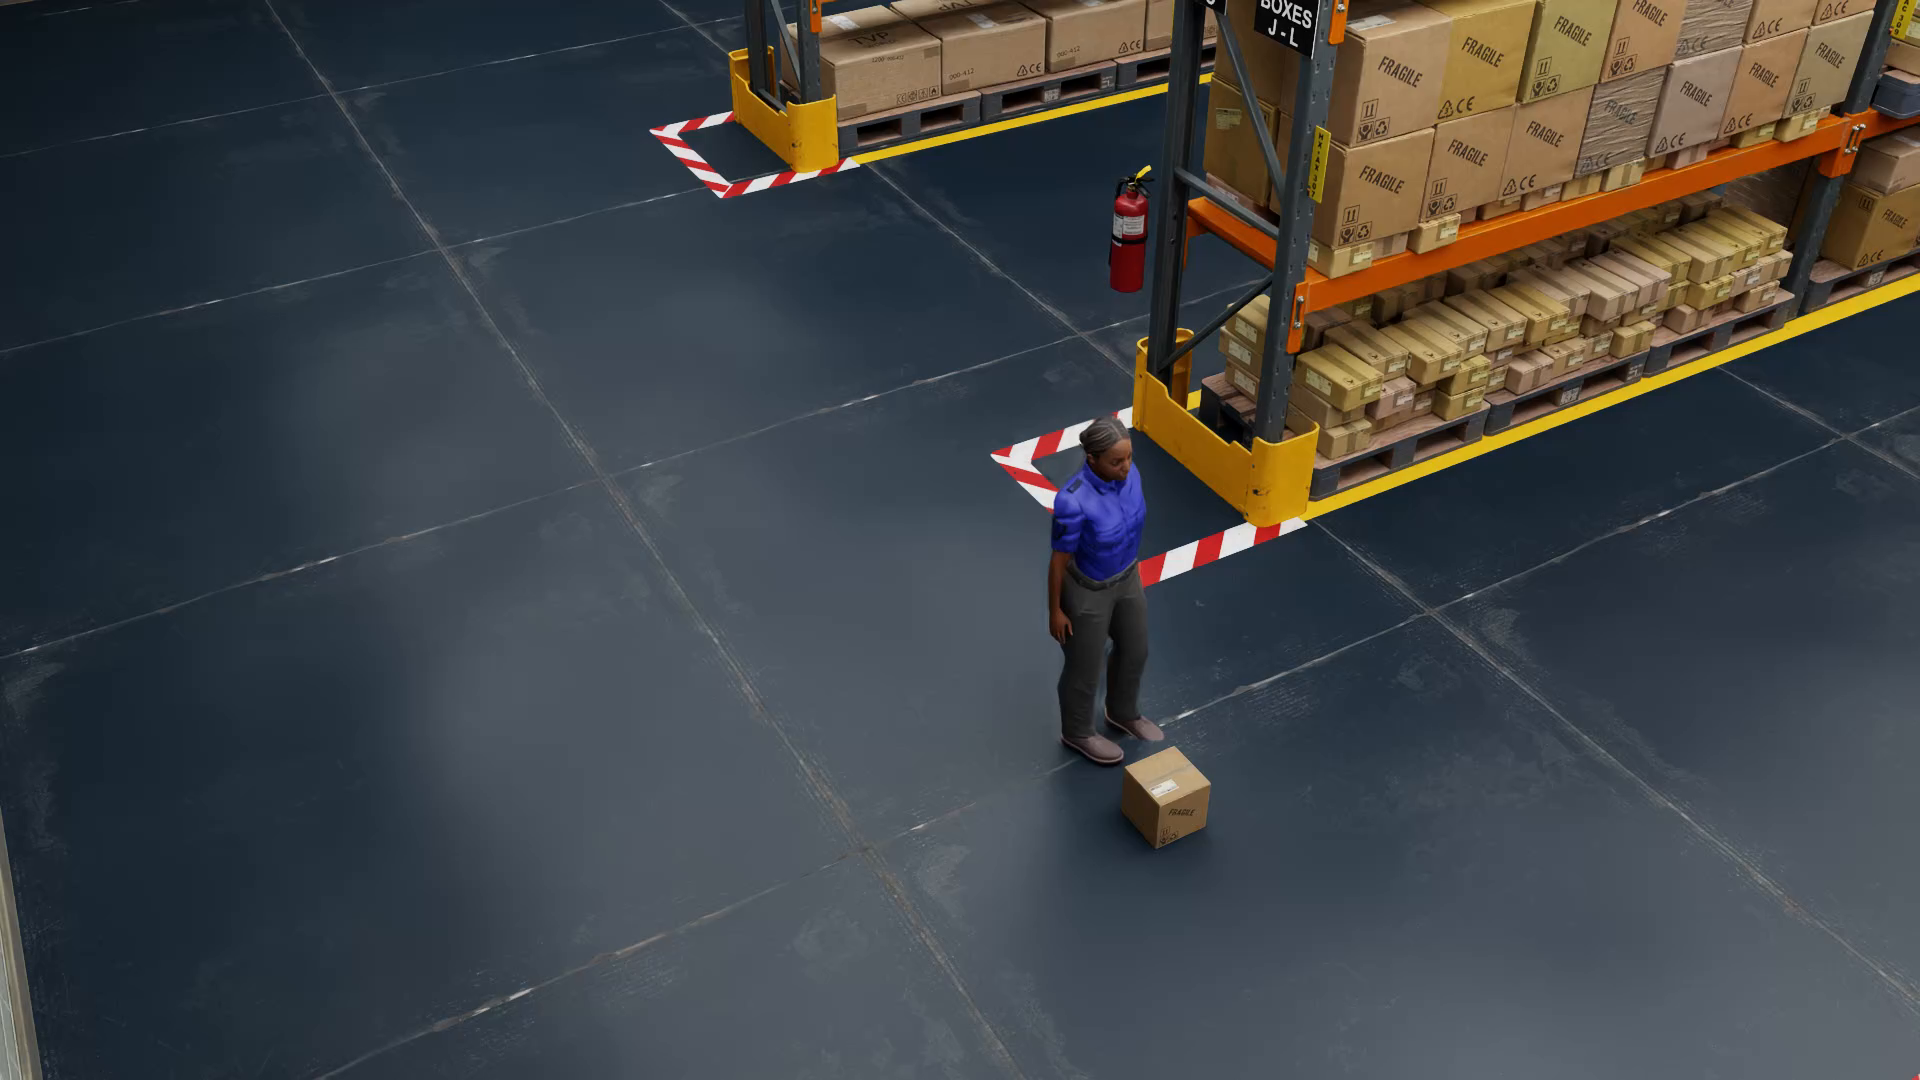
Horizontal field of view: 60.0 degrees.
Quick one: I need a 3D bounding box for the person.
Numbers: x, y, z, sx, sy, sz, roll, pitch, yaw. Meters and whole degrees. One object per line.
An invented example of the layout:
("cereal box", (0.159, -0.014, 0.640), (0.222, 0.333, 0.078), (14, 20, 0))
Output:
("person", (0.599, 0.228, 6.647), (0.372, 1.708, 0.520), (30, 46, 33))
